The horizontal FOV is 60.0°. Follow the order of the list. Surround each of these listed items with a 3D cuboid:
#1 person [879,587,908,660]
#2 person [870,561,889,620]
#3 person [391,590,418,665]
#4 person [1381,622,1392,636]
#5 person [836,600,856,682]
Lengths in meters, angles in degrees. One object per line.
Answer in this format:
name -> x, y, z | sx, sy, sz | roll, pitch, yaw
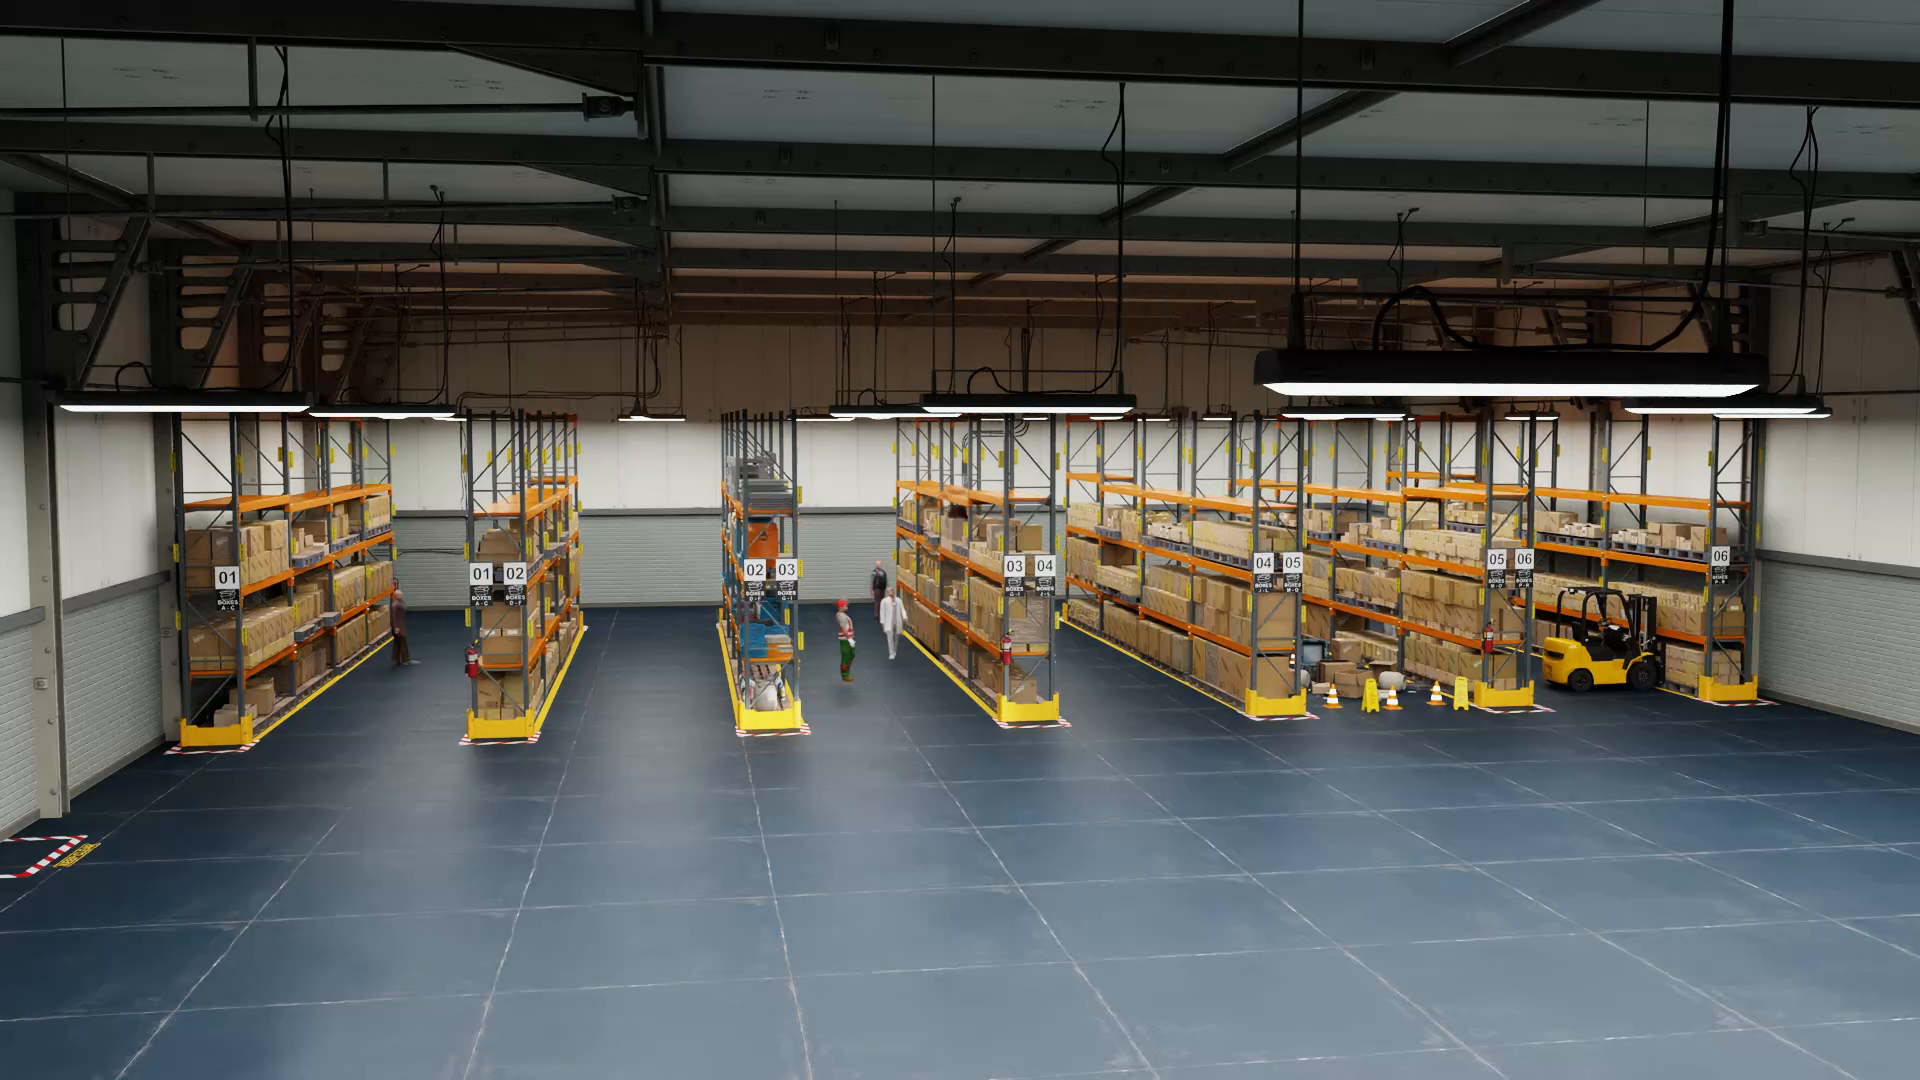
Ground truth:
person -> -1.578, 1.981, 39.717 | 0.658, 1.700, 1.122 | -1, 4, -11
person -> -2.346, 1.514, 48.708 | 0.451, 1.638, 0.571 | 3, 5, 36
person -> -13.218, 2.075, 39.550 | 0.627, 1.778, 0.590 | -1, 4, -15
person -> 11.093, 1.844, 43.310 | 0.489, 1.750, 0.614 | 1, 4, 18
person -> -2.473, 2.211, 36.473 | 0.540, 1.824, 0.663 | 1, 4, 14
